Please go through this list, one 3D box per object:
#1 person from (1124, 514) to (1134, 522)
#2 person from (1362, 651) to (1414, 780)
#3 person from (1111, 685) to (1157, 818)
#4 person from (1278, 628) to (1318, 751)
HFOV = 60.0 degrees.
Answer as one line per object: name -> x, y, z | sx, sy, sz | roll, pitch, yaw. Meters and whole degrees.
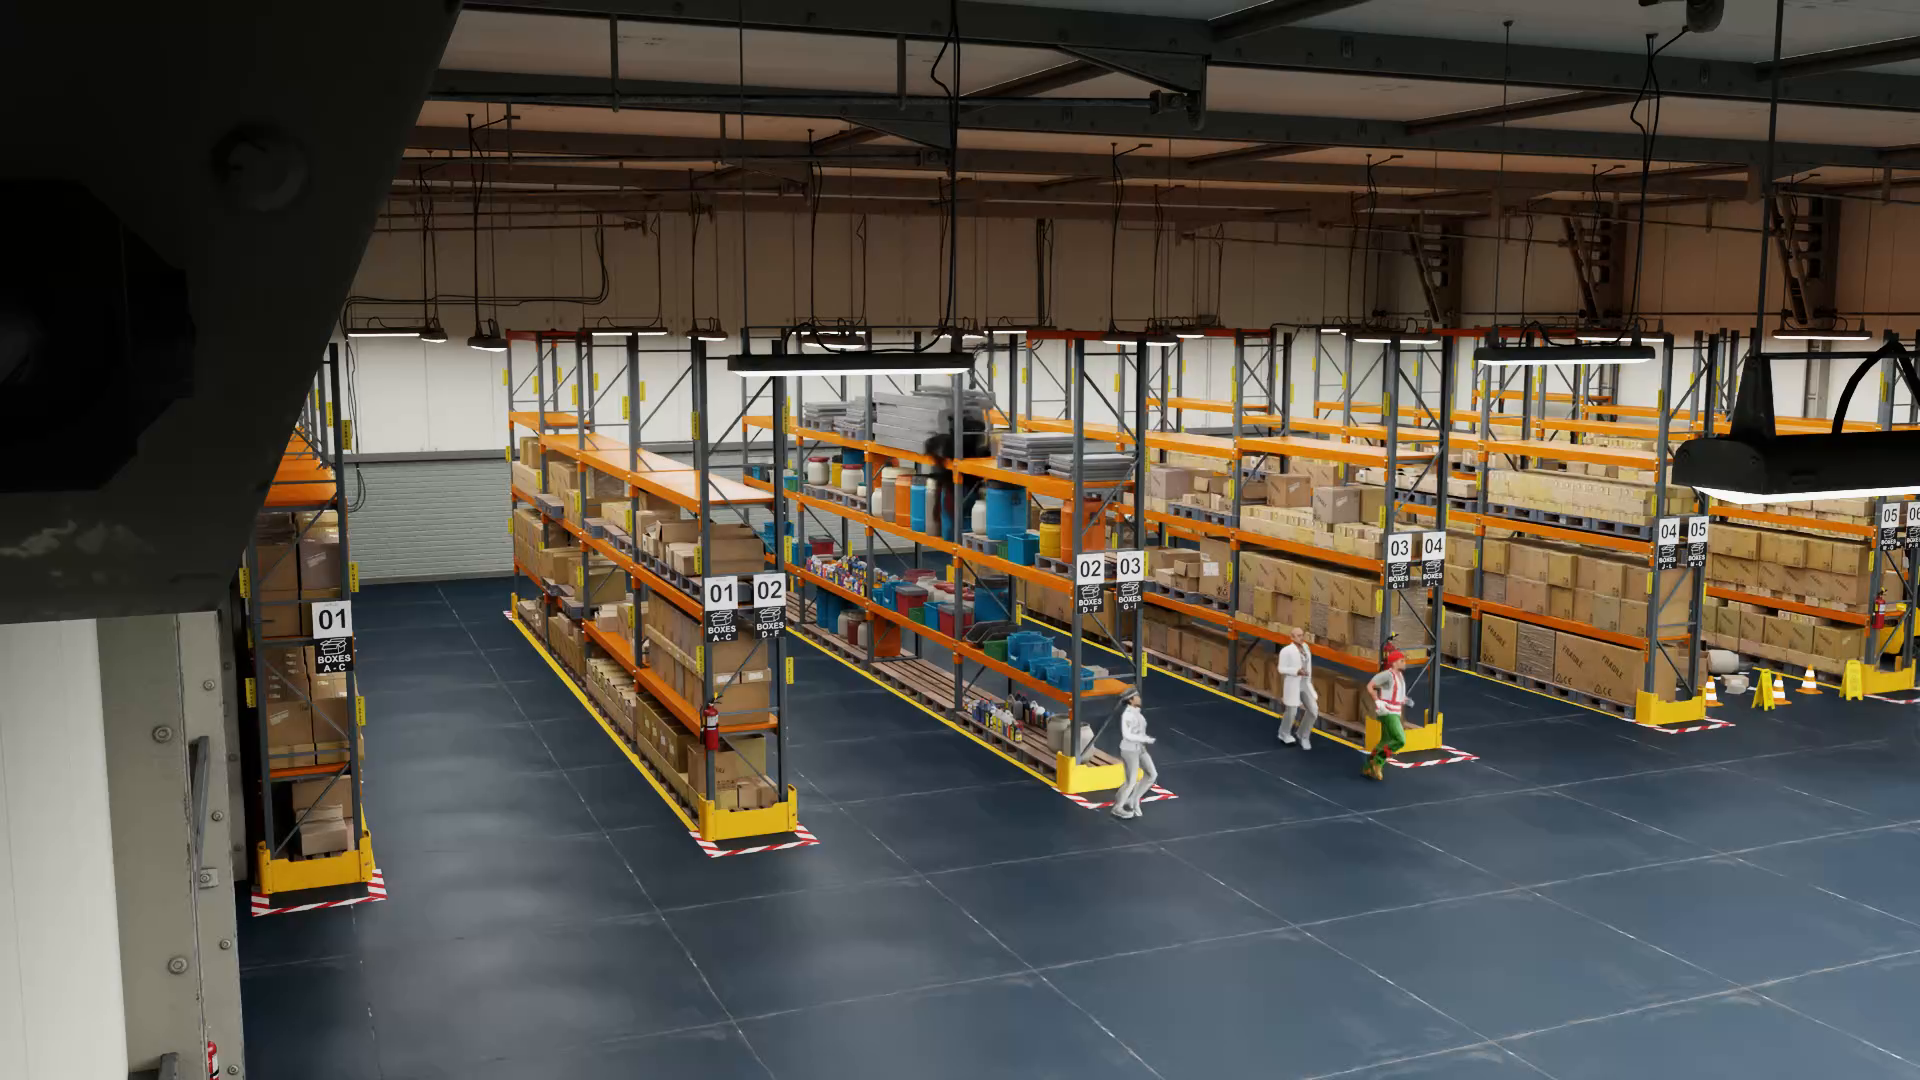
person -> 4.250, -0.127, 41.463 | 0.716, 1.763, 0.673 | -5, 9, -31
person -> 5.893, 2.375, 22.742 | 0.624, 1.728, 0.691 | 5, 9, 32
person -> 2.212, 2.659, 20.931 | 0.559, 1.690, 0.627 | 3, 8, 20
person -> 4.922, 2.179, 24.228 | 0.682, 1.824, 0.812 | -3, 8, -22
